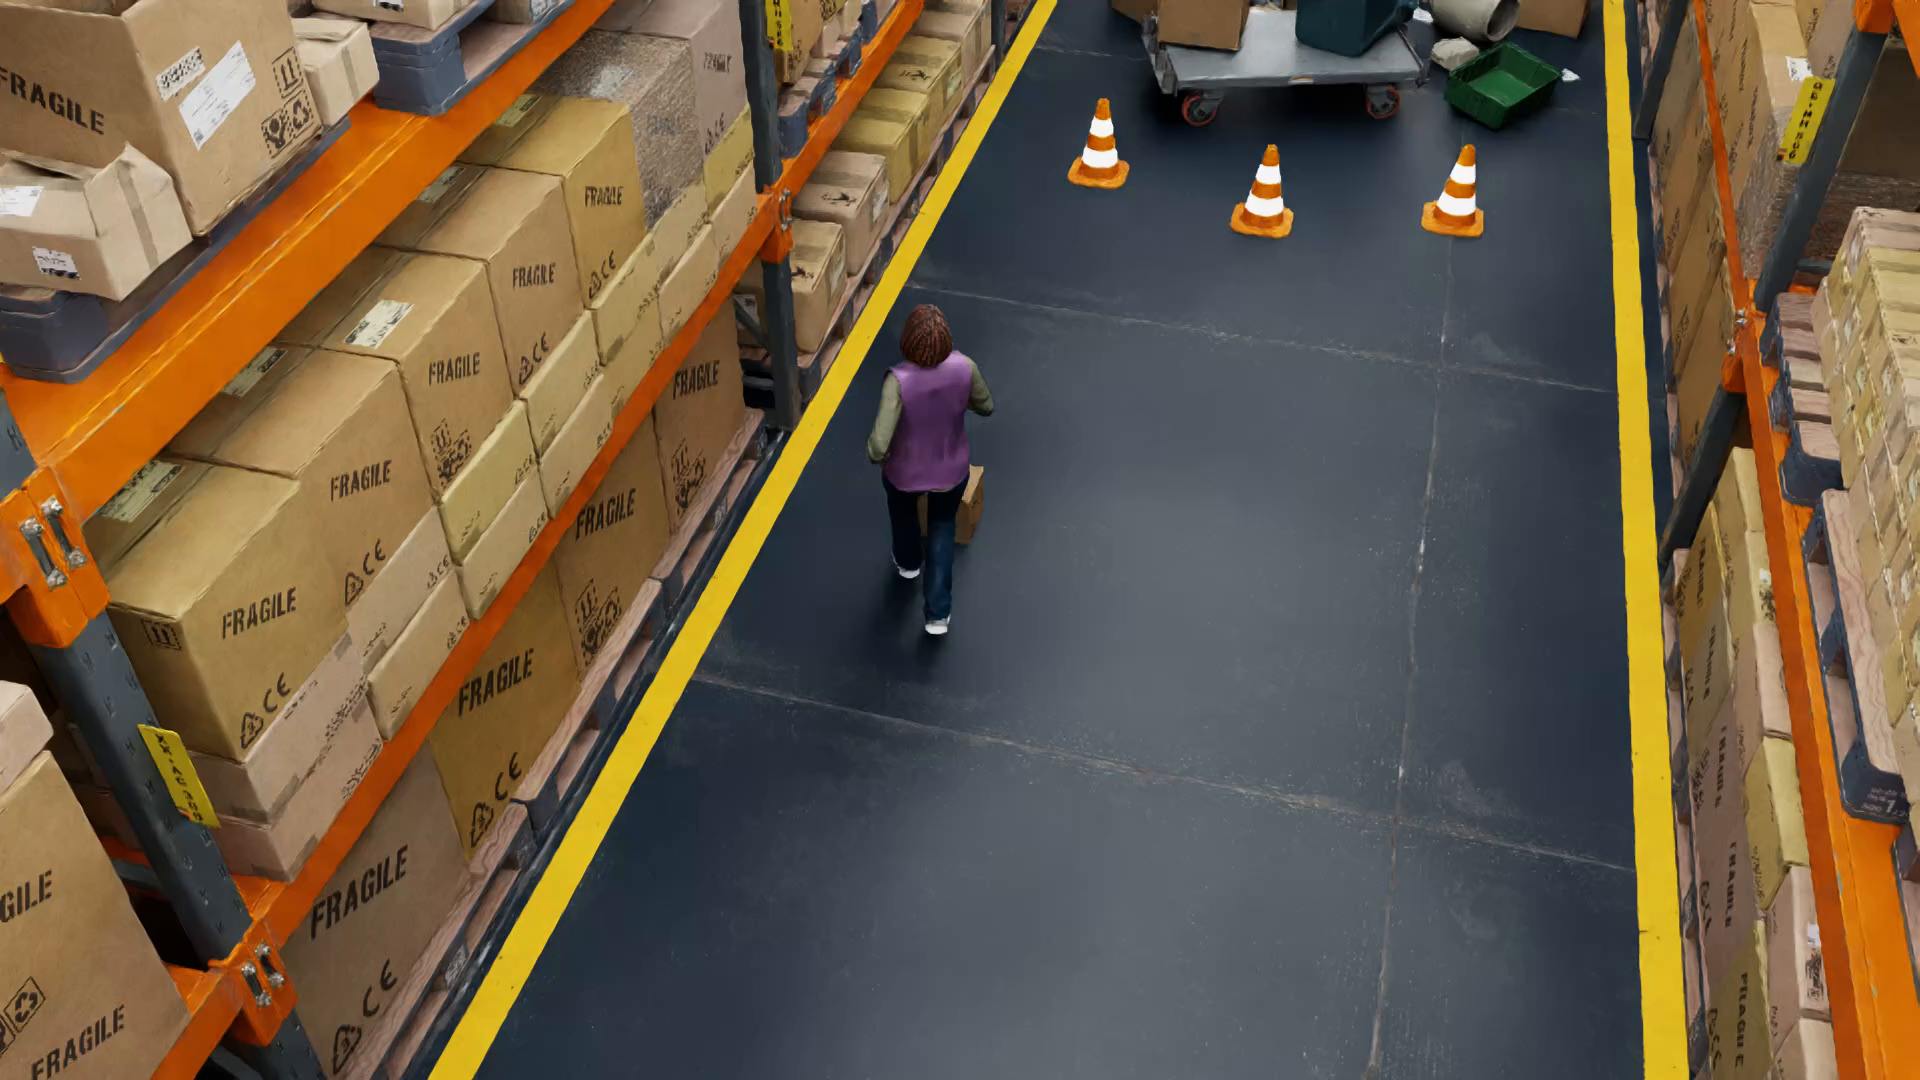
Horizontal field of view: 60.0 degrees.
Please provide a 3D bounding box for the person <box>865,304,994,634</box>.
[{"bbox_3d":[-0.131,-0.327,6.535,0.515,1.577,0.736,-5,42,-5],"label":"person"}]
